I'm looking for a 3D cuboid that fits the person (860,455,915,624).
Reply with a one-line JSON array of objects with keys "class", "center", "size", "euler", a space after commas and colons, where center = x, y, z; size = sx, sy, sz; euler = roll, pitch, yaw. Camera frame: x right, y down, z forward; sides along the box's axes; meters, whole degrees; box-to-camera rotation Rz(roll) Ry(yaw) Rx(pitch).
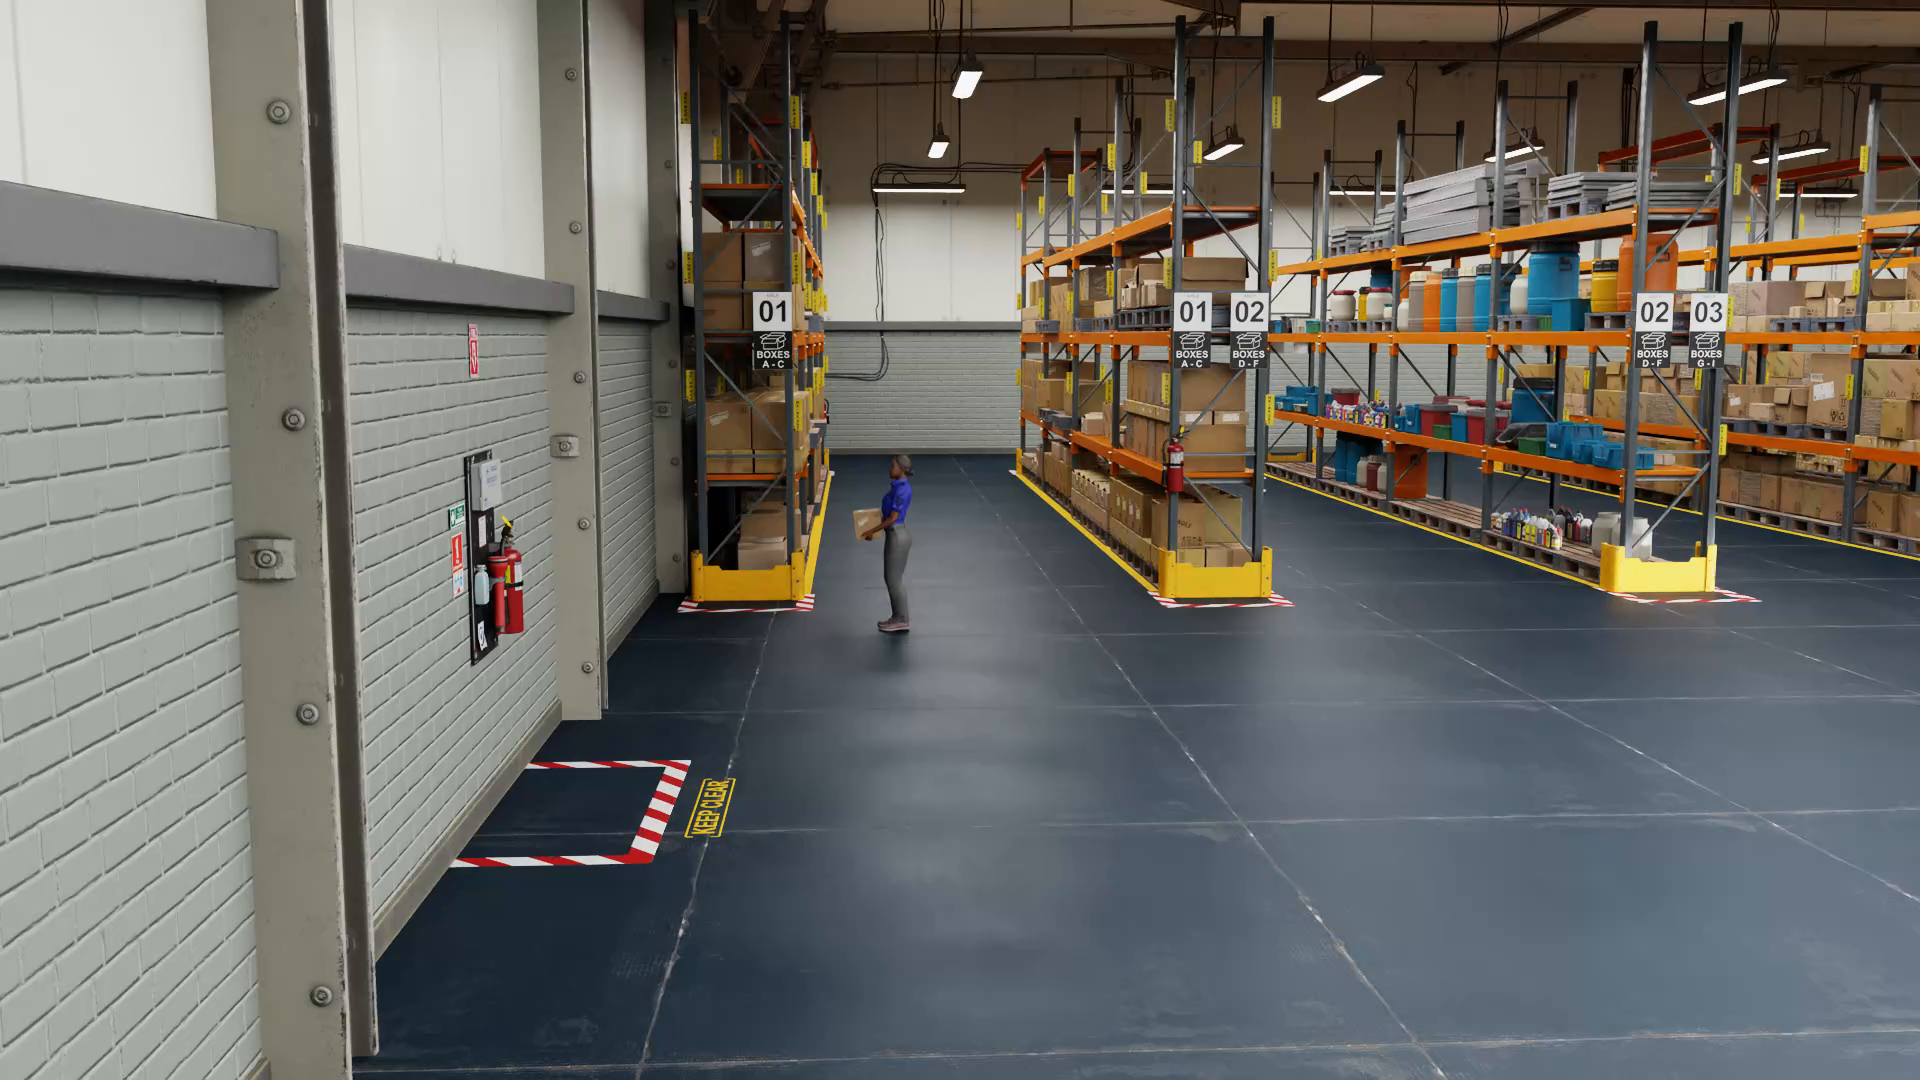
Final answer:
[{"class": "person", "center": [-0.678, -0.014, 15.634], "size": [0.517, 1.575, 0.444], "euler": [0, 7, -3]}]
